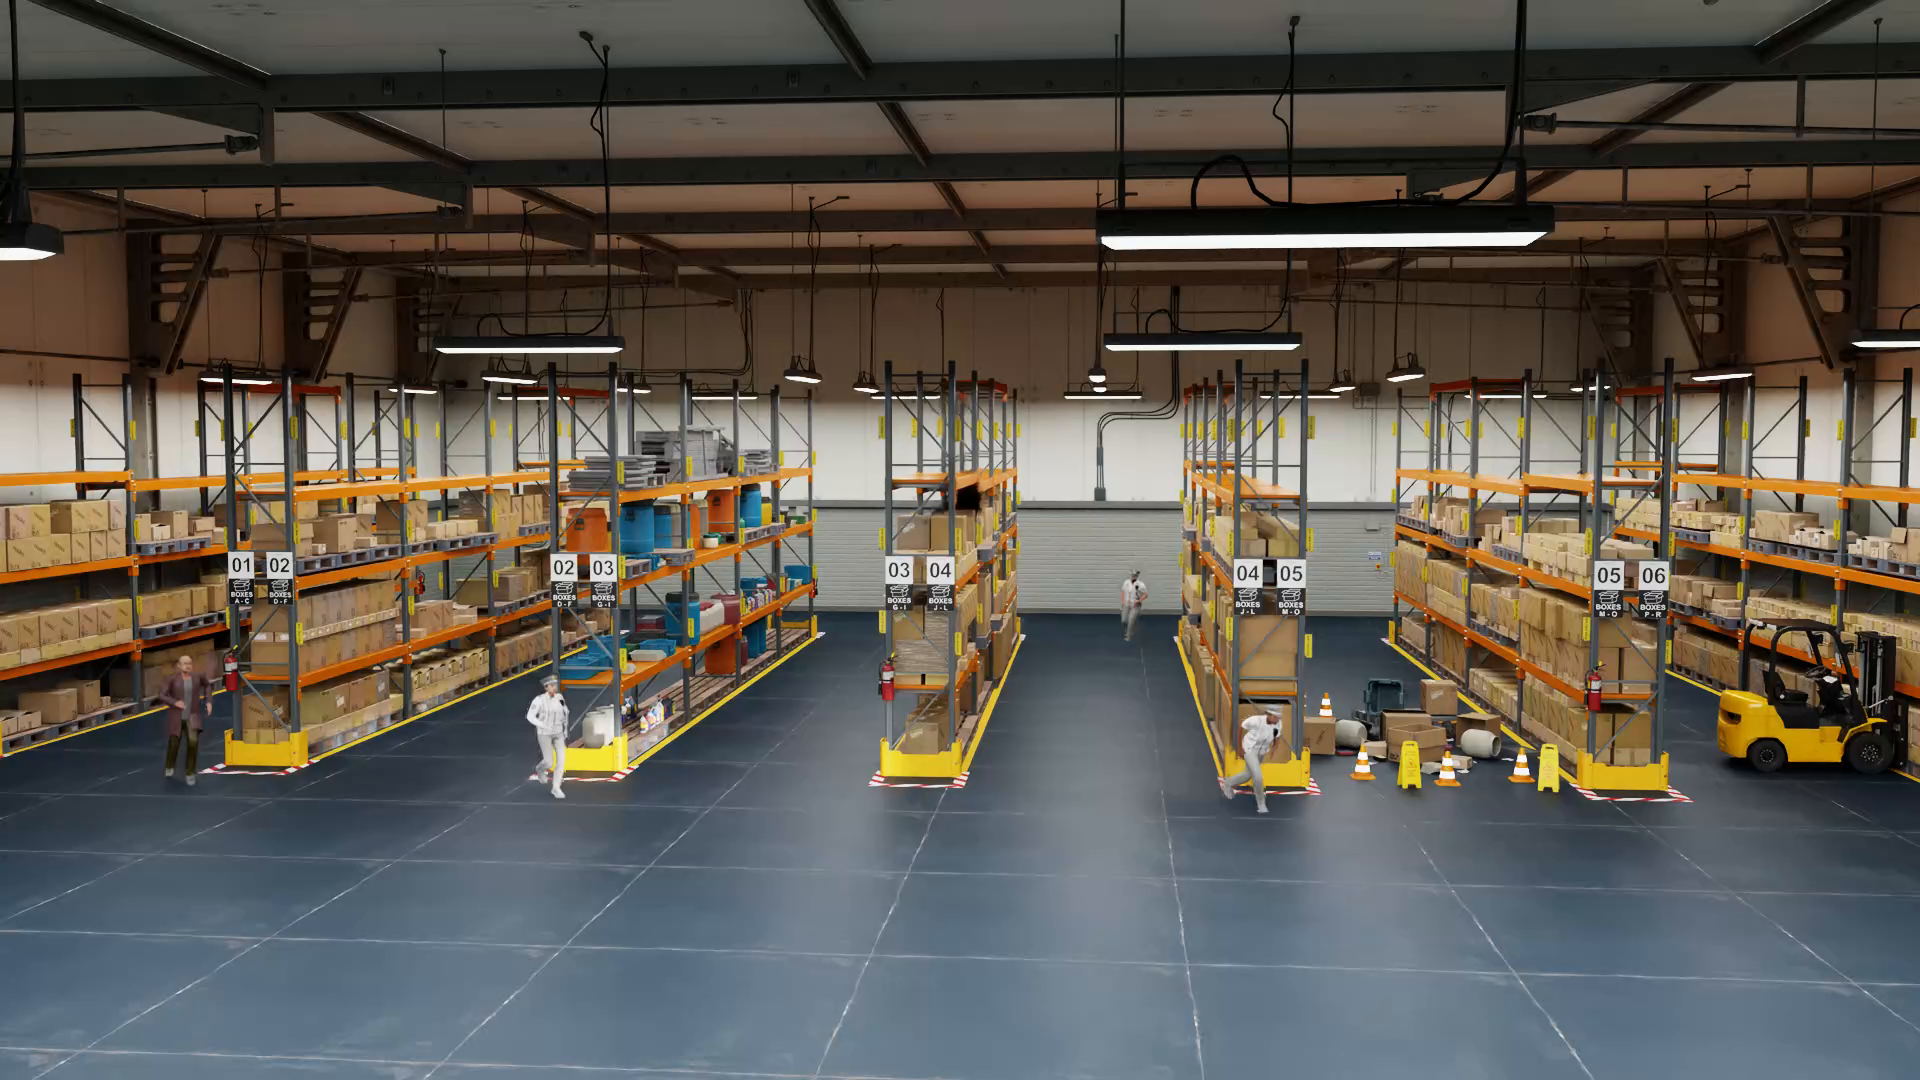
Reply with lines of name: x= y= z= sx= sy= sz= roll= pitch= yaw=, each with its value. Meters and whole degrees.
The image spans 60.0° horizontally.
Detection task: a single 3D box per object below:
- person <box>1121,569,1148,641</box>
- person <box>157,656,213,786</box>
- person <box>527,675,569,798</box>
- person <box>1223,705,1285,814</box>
person: x=4.152 y=1.549 z=39.678 sx=0.678 sy=1.746 sz=0.593 roll=2 pitch=4 yaw=26
person: x=-11.045 y=2.569 z=23.734 sx=0.752 sy=1.863 sz=0.803 roll=-3 pitch=5 yaw=-35
person: x=-5.650 y=2.686 z=22.896 sx=0.656 sy=1.698 sz=0.704 roll=-3 pitch=5 yaw=-38
person: x=3.891 y=2.851 z=22.067 sx=0.564 sy=1.469 sz=1.119 roll=-2 pitch=4 yaw=-24
